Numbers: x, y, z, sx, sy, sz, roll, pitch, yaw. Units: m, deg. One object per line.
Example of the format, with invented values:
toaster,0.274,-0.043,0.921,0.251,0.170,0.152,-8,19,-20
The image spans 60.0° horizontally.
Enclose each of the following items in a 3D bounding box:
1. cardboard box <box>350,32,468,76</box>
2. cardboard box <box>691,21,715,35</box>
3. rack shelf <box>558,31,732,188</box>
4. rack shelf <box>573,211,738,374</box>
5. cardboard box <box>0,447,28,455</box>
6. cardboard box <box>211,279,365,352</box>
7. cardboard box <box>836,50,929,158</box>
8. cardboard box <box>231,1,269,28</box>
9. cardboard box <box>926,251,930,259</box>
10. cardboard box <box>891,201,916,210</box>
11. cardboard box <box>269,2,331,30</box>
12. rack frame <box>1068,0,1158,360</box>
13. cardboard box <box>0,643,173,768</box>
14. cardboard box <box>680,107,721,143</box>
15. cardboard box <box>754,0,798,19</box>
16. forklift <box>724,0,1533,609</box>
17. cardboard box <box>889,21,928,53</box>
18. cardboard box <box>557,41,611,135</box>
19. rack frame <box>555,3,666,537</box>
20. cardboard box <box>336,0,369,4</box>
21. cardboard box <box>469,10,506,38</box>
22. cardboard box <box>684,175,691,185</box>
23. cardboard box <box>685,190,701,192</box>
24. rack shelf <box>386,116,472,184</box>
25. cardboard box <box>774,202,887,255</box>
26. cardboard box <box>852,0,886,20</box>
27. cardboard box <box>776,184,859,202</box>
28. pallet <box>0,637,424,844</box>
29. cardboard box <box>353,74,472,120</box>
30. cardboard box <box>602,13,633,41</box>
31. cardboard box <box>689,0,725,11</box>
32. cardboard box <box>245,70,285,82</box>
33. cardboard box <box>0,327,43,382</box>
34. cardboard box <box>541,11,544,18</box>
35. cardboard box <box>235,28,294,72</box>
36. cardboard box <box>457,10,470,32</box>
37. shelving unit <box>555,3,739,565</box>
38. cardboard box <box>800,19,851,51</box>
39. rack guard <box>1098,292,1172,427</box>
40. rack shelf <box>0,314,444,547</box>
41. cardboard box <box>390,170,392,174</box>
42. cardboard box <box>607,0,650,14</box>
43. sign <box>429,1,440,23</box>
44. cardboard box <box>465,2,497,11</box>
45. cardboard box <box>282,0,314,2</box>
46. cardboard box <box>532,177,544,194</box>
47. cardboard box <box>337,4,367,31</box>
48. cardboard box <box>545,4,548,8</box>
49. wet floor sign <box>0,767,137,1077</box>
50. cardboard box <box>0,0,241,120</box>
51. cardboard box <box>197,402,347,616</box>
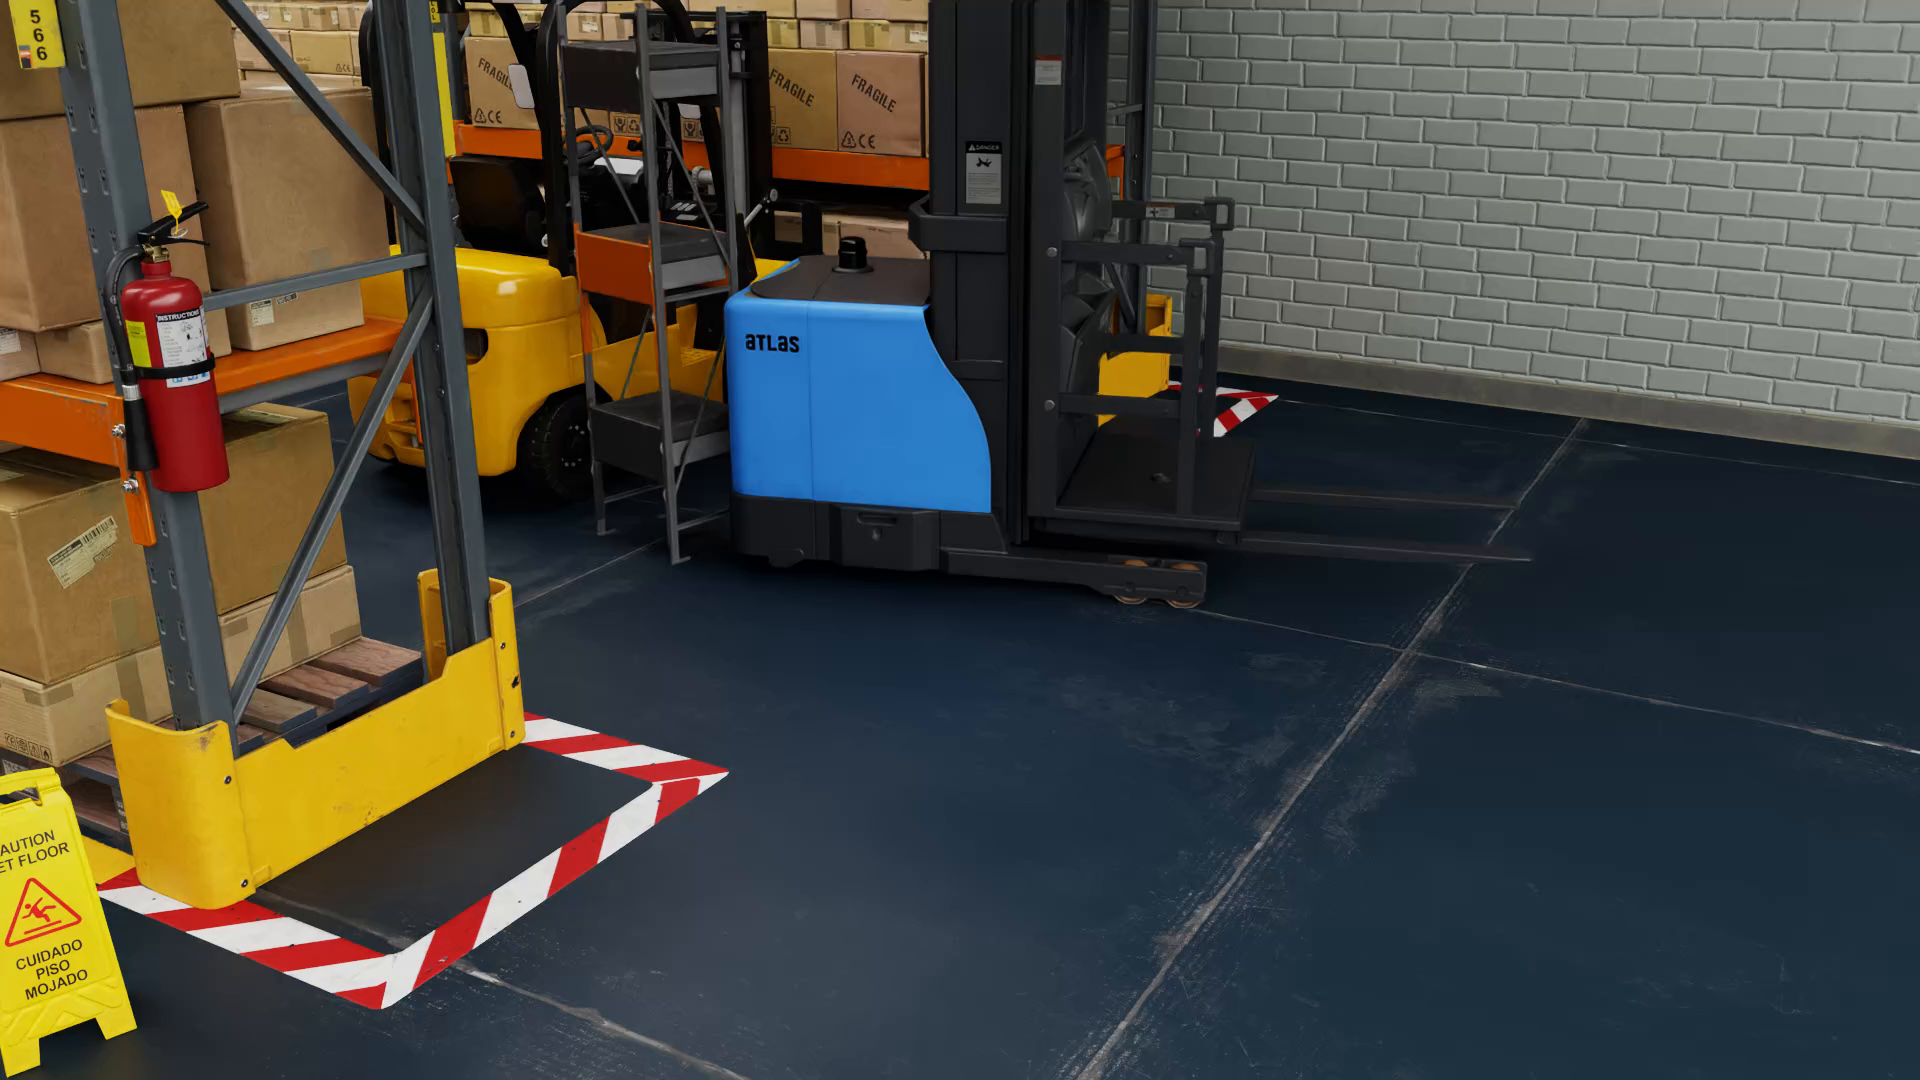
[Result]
cardboard box,-3.325,-2.959,10.111,0.500,0.250,0.500,10,22,26
cardboard box,-1.281,-2.747,8.940,0.250,0.149,0.380,10,22,26
rack shelf,-1.187,-1.641,6.296,0.480,0.518,0.431,17,26,39
rack shelf,-1.187,-0.983,6.535,0.480,0.518,0.431,17,26,39
cardboard box,-2.981,-0.044,4.905,0.500,0.500,0.500,12,23,29
cardboard box,-1.893,-0.646,4.614,0.250,0.149,0.380,11,23,28
cardboard box,-0.286,-2.264,8.560,0.500,0.500,0.500,12,23,29
cardboard box,-4.577,-3.356,10.621,0.250,0.149,0.380,10,22,26
cardboard box,0.166,-1.482,8.503,0.500,0.250,0.500,12,23,29
cardboard box,-0.045,-1.717,9.150,0.500,0.250,0.500,11,23,27
cardboard box,-4.093,-3.292,10.444,0.250,0.149,0.380,10,22,26
rack frame,0.721,-2.124,8.321,0.127,3.000,1.000,11,23,27
cardboard box,-2.555,0.391,4.804,0.500,0.250,0.500,11,23,27
cardboard box,-1.177,-2.429,9.016,0.500,0.500,0.500,11,23,28
cardboard box,-0.858,-2.795,8.637,0.250,0.149,0.380,11,23,28
forklift,0.668,-1.320,6.207,3.031,2.935,1.130,4,20,12
cardboard box,-0.153,-2.545,8.384,0.250,0.149,0.380,11,23,28
cardboard box,-2.049,-2.603,9.495,0.500,0.500,0.500,11,23,28
rack frame,-1.367,-1.052,6.685,0.015,2.100,0.400,17,26,39
cardboard box,-3.838,-3.451,10.881,0.250,0.149,0.380,11,23,27
cardboard box,-2.622,-3.010,9.665,0.250,0.149,0.380,10,22,26
cardboard box,-1.798,-2.060,10.095,0.500,0.250,0.500,10,22,27
cardboard box,-1.621,-1.823,9.441,0.500,0.250,0.500,12,23,29
rack shelf,-4.518,-2.783,11.195,4.000,0.370,1.077,11,23,27
cardboard box,-0.728,-1.647,8.955,0.500,0.250,0.500,11,23,28
cardboard box,-0.348,-2.743,8.494,0.250,0.149,0.380,11,23,28
cardboard box,-0.920,-1.891,9.628,0.500,0.250,0.500,10,22,26
pallet,-2.455,0.507,5.158,1.213,0.211,1.003,11,23,27
cardboard box,-3.339,-2.724,10.197,0.500,0.250,0.500,11,23,29
cardboard box,-1.746,-2.825,9.156,0.250,0.149,0.380,11,22,27
cardboard box,-1.248,-2.913,8.962,0.250,0.149,0.380,11,23,28
cardboard box,-4.199,-2.898,10.676,0.500,0.250,0.500,11,23,28
cardboard box,-2.403,-0.535,4.310,0.250,0.149,0.380,10,22,27
cardboard box,-2.154,-2.932,9.451,0.250,0.149,0.380,11,23,27
cardboard box,-4.221,-3.129,10.580,0.500,0.250,0.500,11,23,28
cardboard box,-3.178,-3.132,10.002,0.250,0.149,0.380,12,23,29
shelving unit,-1.187,-0.995,6.530,0.503,2.100,0.431,17,26,39
cardboard box,-0.620,-2.620,8.591,0.250,0.149,0.380,10,22,26
rack guard,0.741,-0.945,8.736,0.348,0.500,1.175,11,23,27
rack shelf,-3.443,-0.640,5.285,4.000,0.370,1.077,11,23,27
cardboard box,-3.906,-2.085,11.080,0.625,0.625,0.875,11,22,27
cardboard box,-1.724,-2.975,9.132,0.250,0.149,0.380,10,22,26
sign,-3.028,-3.133,9.521,0.005,0.325,0.100,11,23,27
cardboard box,-2.638,-3.139,9.587,0.250,0.149,0.380,11,23,28
cardboard box,-4.282,-3.531,11.102,0.250,0.149,0.380,11,23,28
cardboard box,-2.502,-1.990,9.902,0.500,0.250,0.500,10,22,26
cardboard box,-3.600,-3.226,10.260,0.250,0.149,0.380,11,23,27
cardboard box,-2.139,-3.083,9.432,0.250,0.149,0.380,10,22,26
wet floor sign,-2.053,0.811,3.682,0.267,0.644,0.232,-16,26,-38
cardboard box,-2.249,-1.322,4.062,0.500,0.500,0.700,10,22,26
cardboard box,-2.287,-0.123,5.122,0.500,0.500,0.500,10,22,26
